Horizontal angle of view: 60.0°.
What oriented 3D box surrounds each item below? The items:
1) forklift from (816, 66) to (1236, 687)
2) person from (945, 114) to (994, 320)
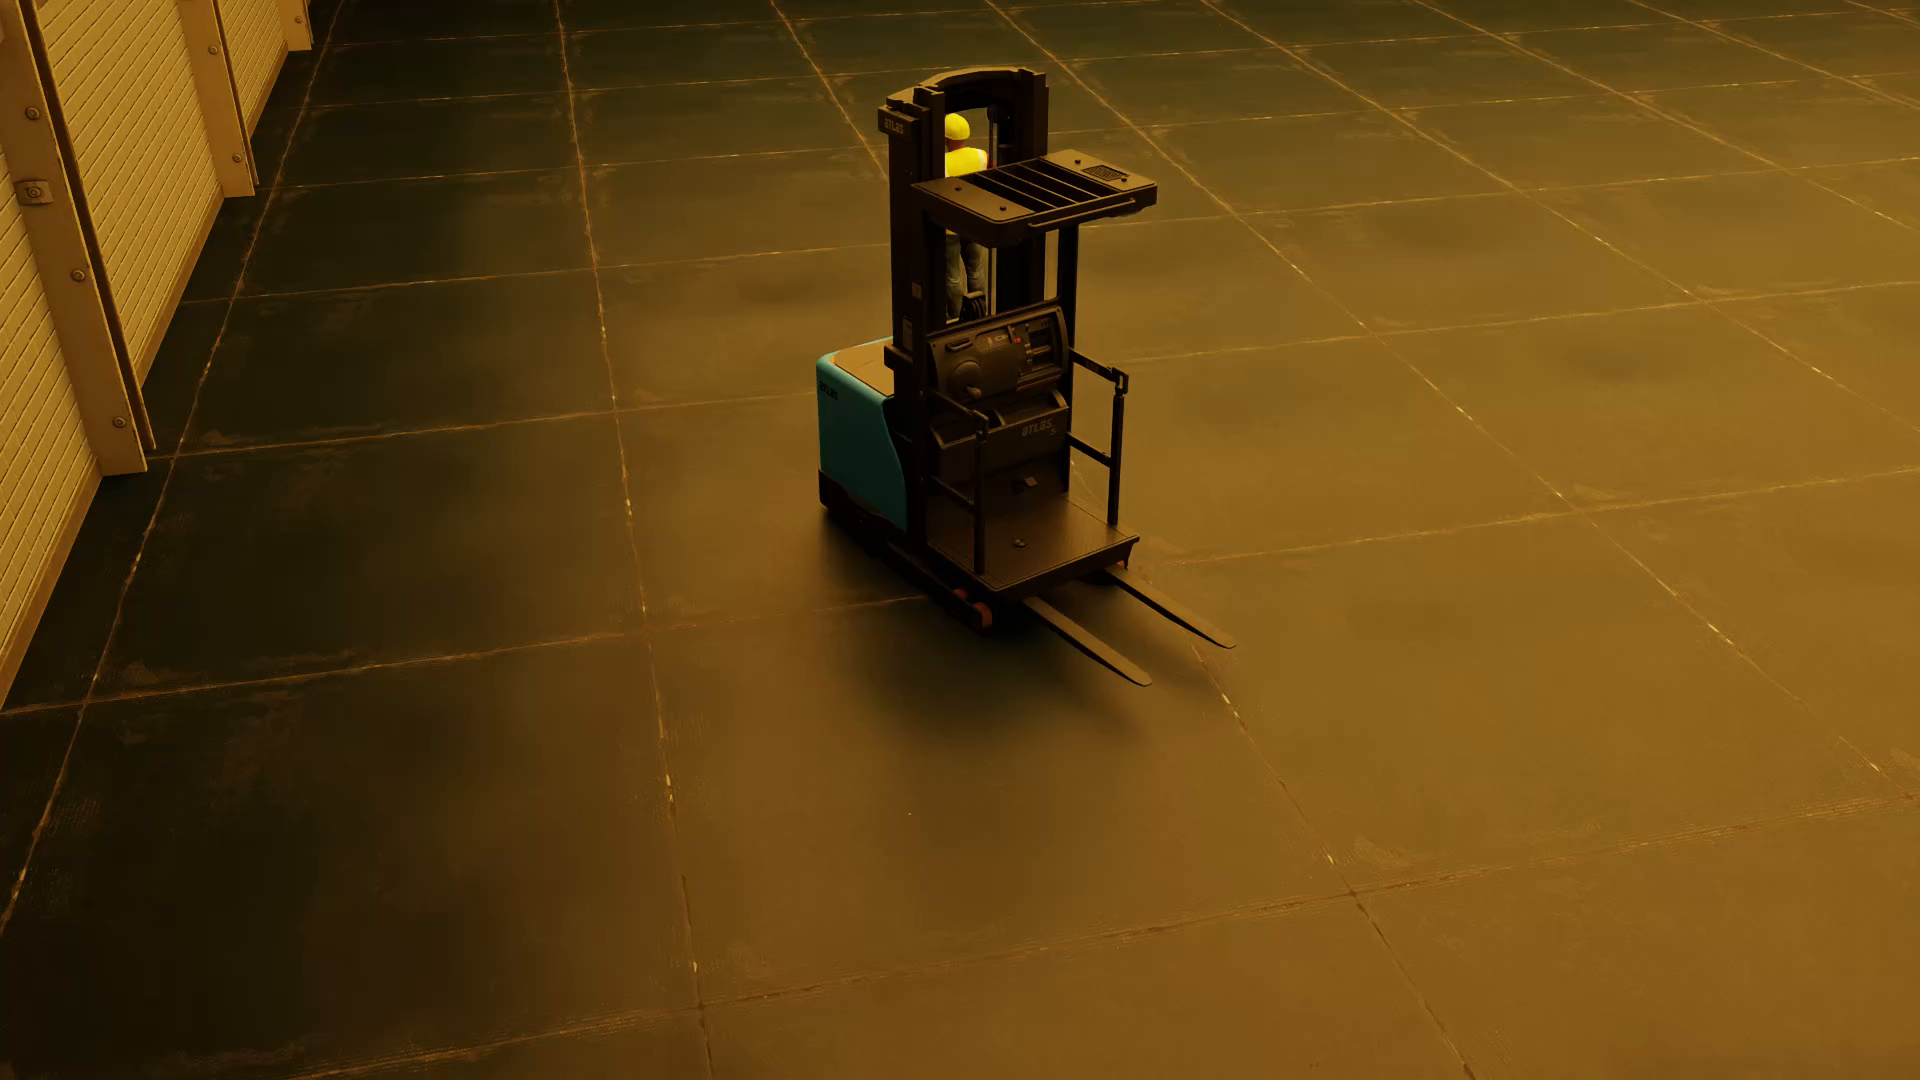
[{"bbox_3d":[0.355,-1.021,9.338,1.130,2.935,3.031,-20,35,-30],"label":"forklift"},{"bbox_3d":[-0.044,-2.500,13.042,0.666,1.765,0.577,-12,32,-19],"label":"person"}]
